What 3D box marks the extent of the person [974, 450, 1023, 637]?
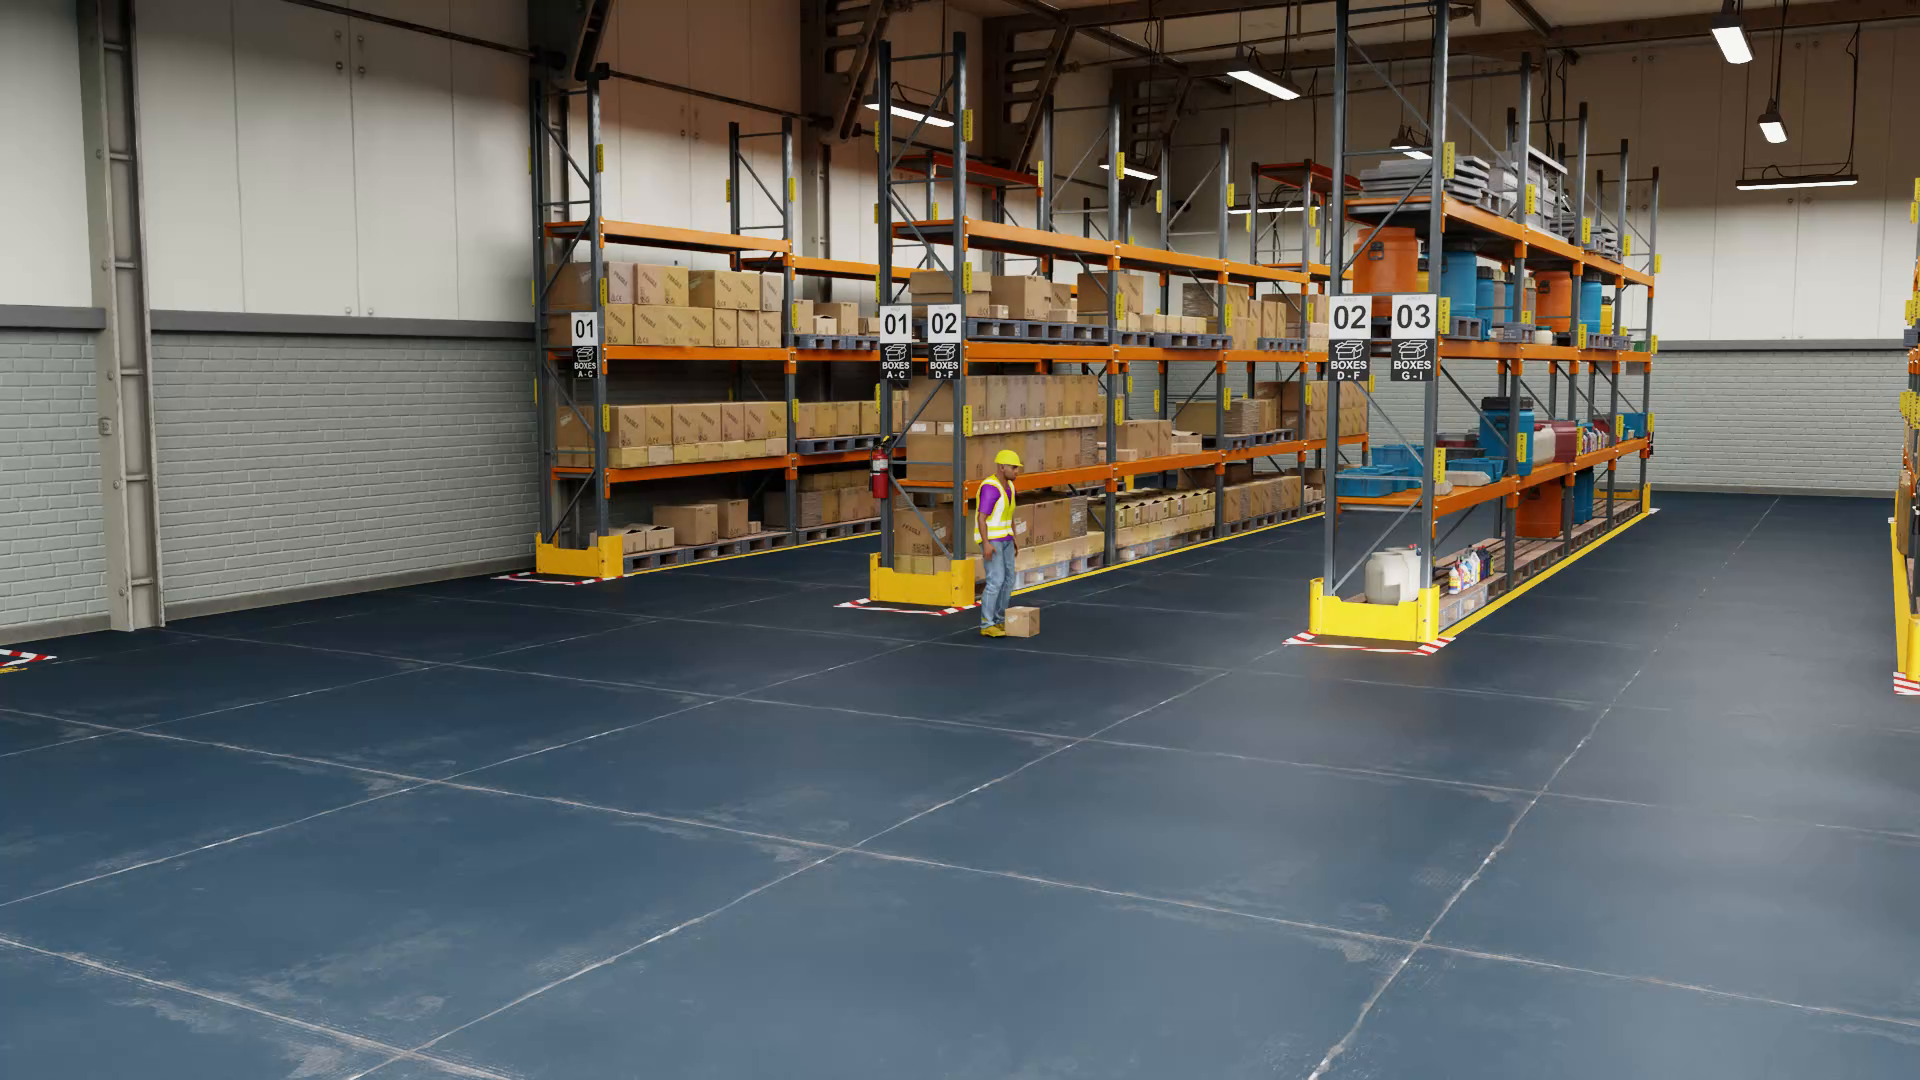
[{"bbox_3d":[0.382,0.019,15.868,0.460,1.760,0.627,3,7,29],"label":"person"}]
